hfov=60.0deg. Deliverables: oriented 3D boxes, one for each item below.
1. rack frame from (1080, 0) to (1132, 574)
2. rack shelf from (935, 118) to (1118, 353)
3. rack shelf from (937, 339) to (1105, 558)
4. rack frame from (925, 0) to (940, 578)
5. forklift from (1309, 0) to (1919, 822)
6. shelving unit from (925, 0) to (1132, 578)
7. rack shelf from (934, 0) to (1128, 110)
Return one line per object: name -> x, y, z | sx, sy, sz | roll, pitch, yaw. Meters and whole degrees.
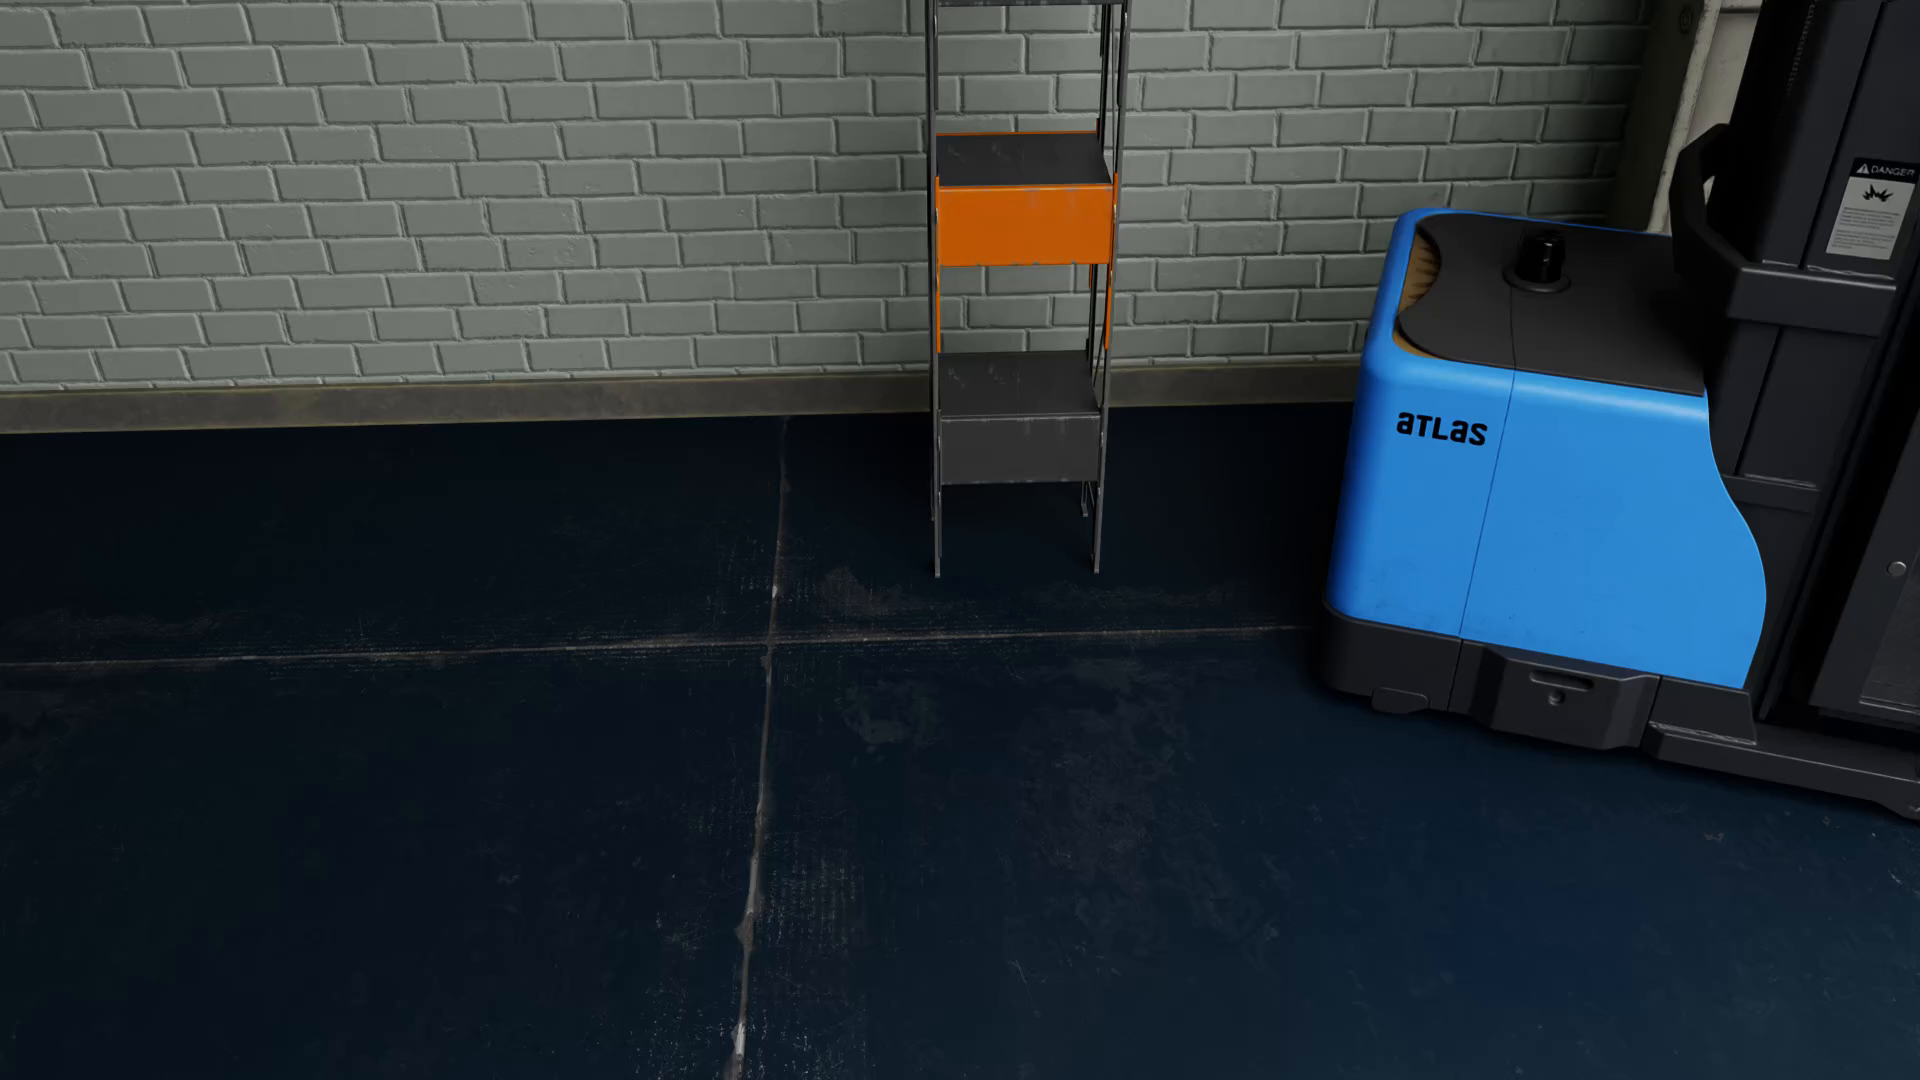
rack frame -> 0.409, -0.874, 4.668 | 0.015, 2.100, 0.400 | -2, 35, -2
rack shelf -> 0.165, -0.857, 4.667 | 0.480, 0.518, 0.431 | -2, 35, -2
rack shelf -> 0.165, -0.281, 5.065 | 0.480, 0.518, 0.431 | -2, 35, -2
rack frame -> -0.078, -0.861, 4.649 | 0.015, 2.100, 0.400 | -2, 35, -2
forklift -> 2.545, -0.774, 3.793 | 3.031, 2.935, 1.130 | 10, 36, 14
shelving unit -> 0.165, -0.868, 4.659 | 0.503, 2.100, 0.431 | -2, 35, -2
rack shelf -> 0.165, -1.432, 4.268 | 0.480, 0.518, 0.431 | -2, 35, -2
